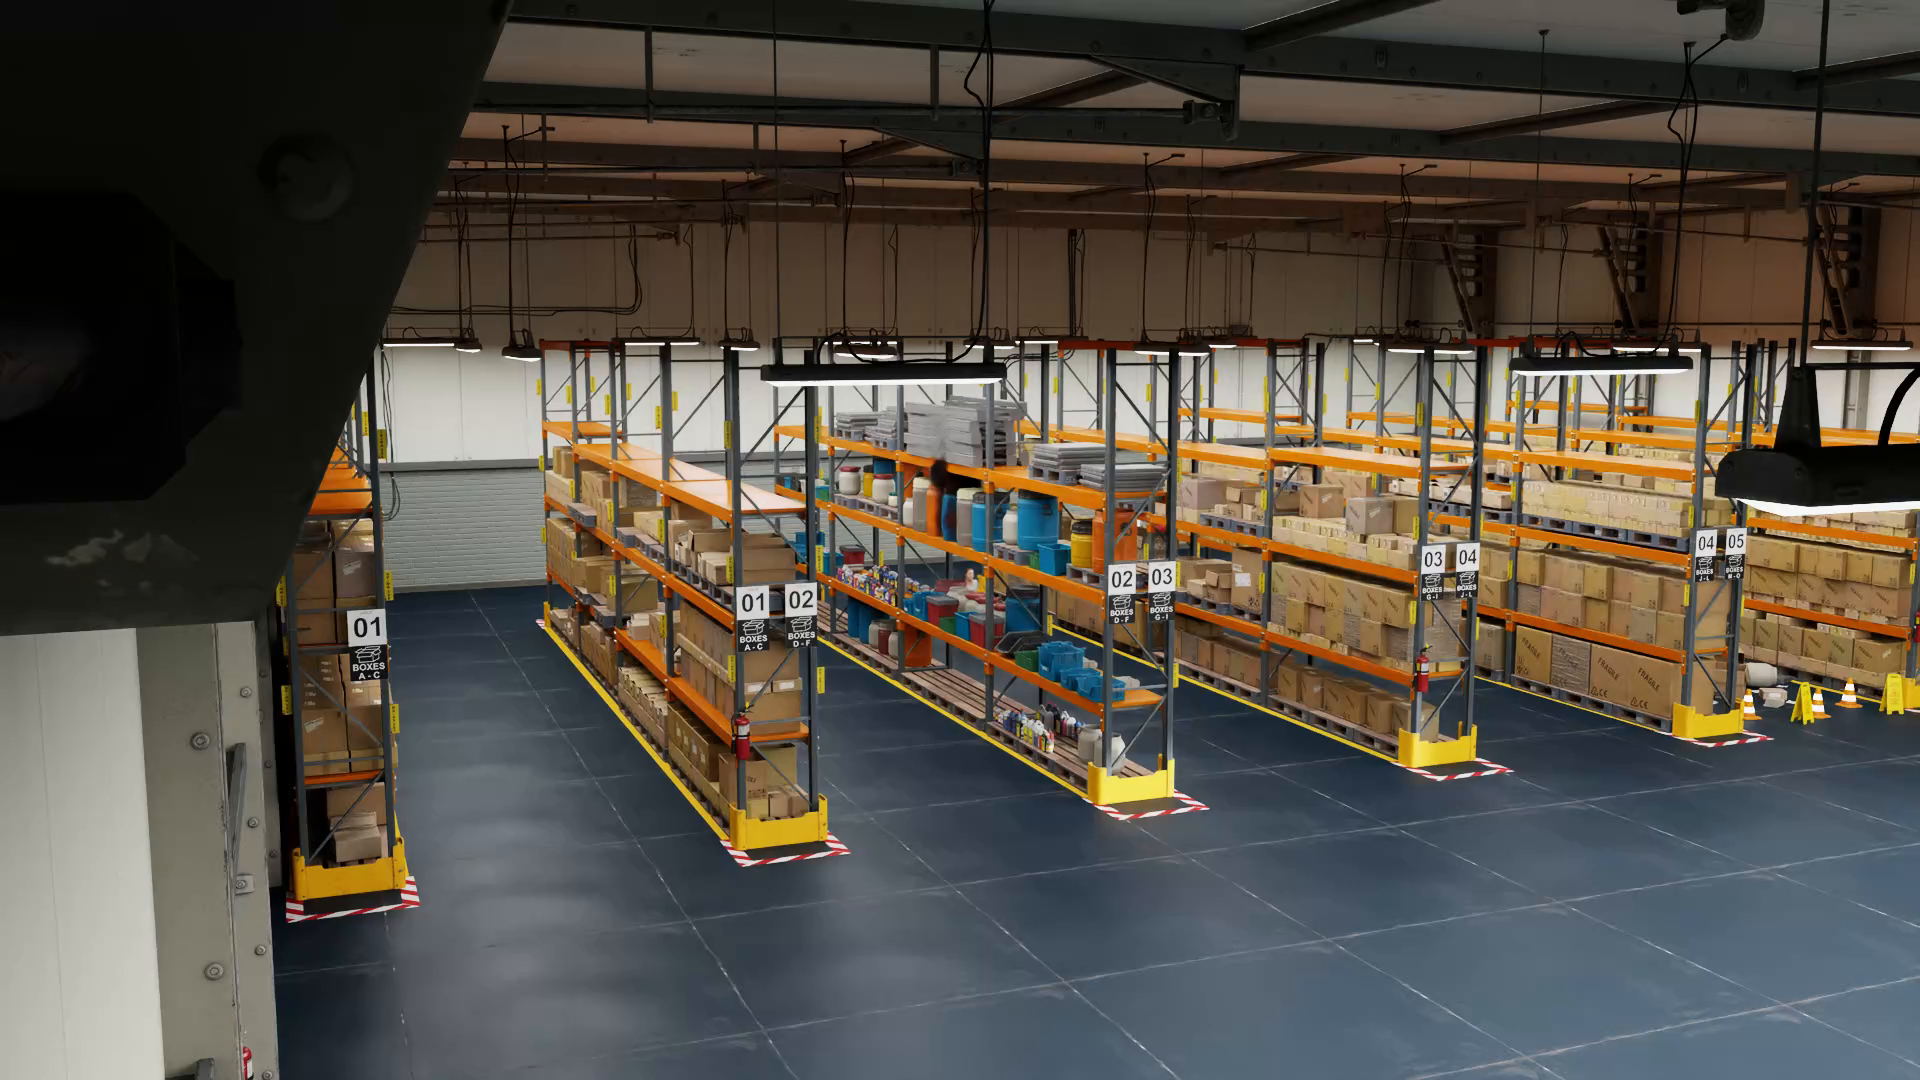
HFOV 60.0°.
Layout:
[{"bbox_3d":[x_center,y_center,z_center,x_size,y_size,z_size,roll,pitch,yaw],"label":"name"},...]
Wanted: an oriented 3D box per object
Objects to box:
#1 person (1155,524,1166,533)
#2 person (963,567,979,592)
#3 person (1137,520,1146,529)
[{"bbox_3d":[4.857,0.126,41.227,0.657,1.674,0.980,2,8,18],"label":"person"},{"bbox_3d":[0.192,1.323,31.974,0.534,1.631,0.793,-3,8,-22],"label":"person"},{"bbox_3d":[4.239,0.130,40.969,0.656,1.826,0.703,0,7,3],"label":"person"}]
